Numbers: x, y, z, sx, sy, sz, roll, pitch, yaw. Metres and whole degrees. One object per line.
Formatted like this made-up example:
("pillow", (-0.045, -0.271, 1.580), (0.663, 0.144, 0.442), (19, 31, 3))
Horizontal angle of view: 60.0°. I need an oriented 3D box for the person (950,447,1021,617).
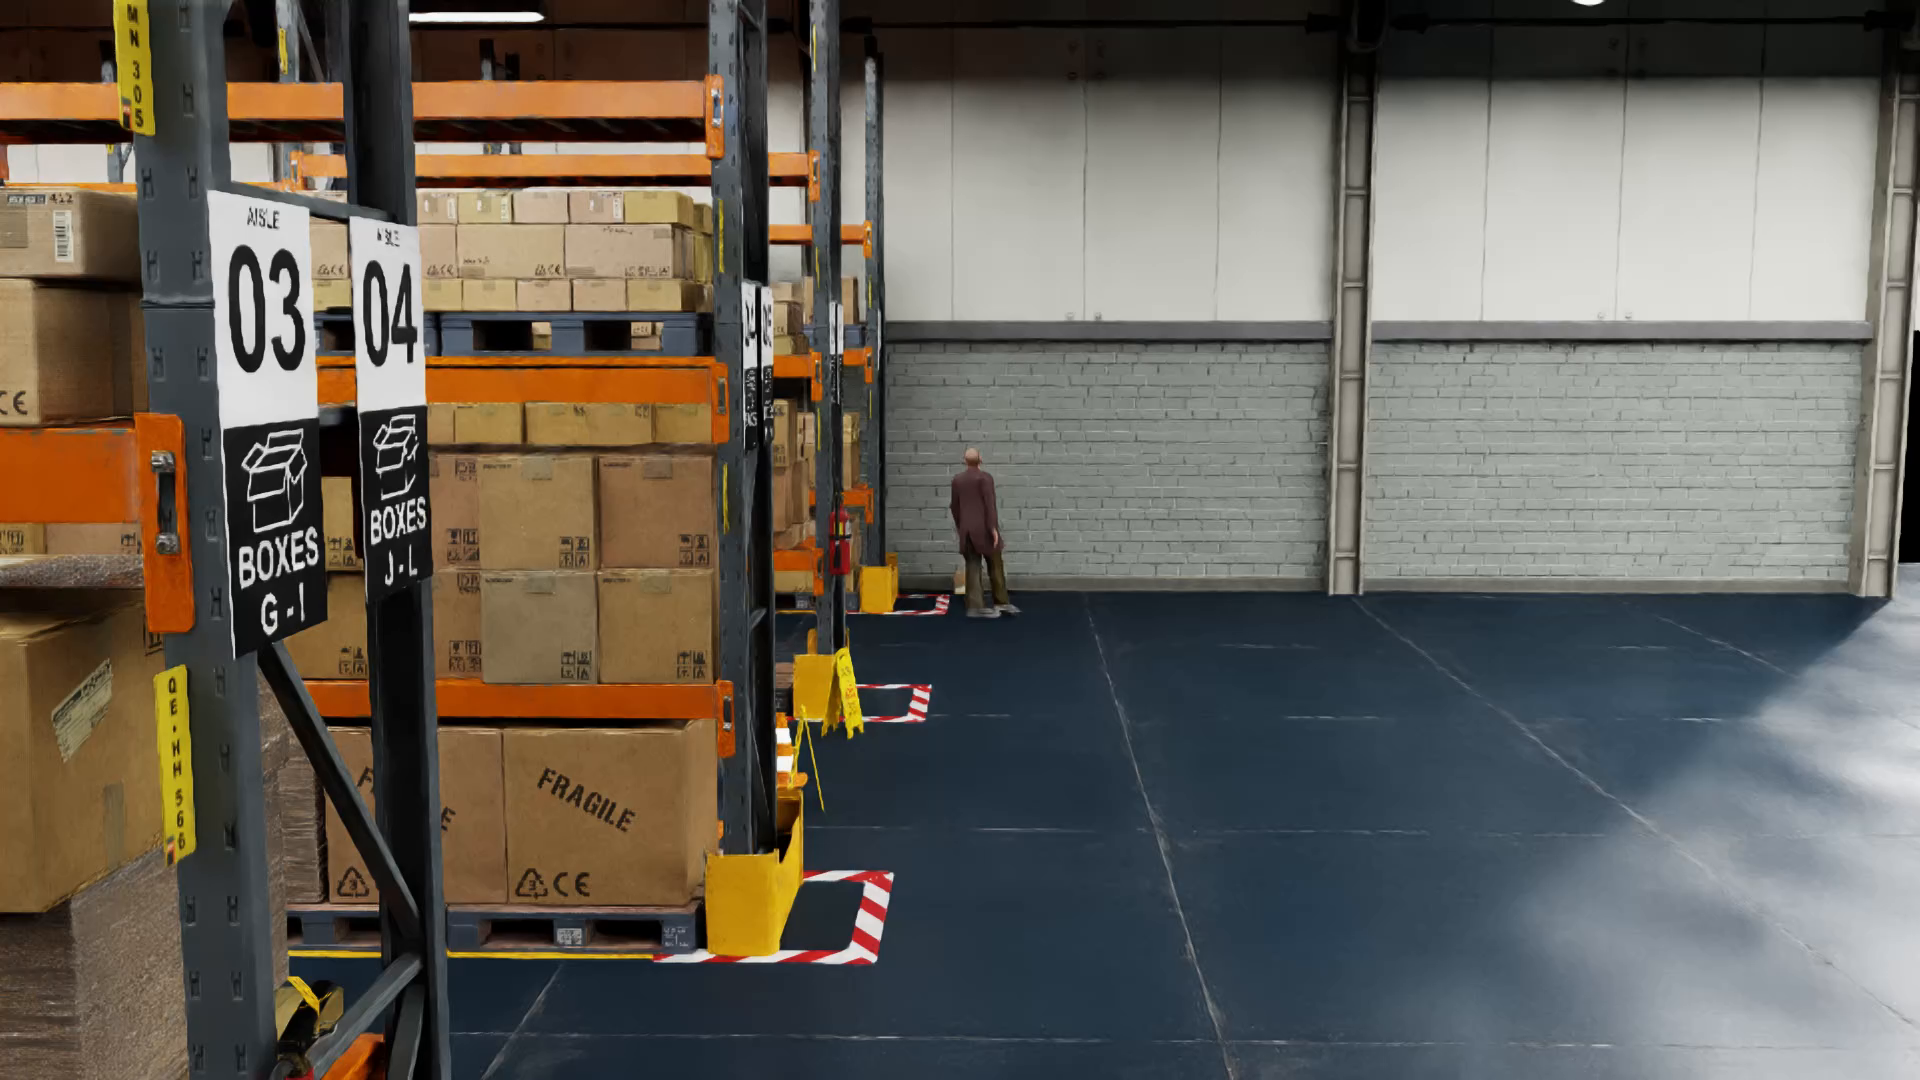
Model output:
("person", (0.248, -0.087, 17.538), (0.668, 1.771, 0.698), (6, 9, 40))
